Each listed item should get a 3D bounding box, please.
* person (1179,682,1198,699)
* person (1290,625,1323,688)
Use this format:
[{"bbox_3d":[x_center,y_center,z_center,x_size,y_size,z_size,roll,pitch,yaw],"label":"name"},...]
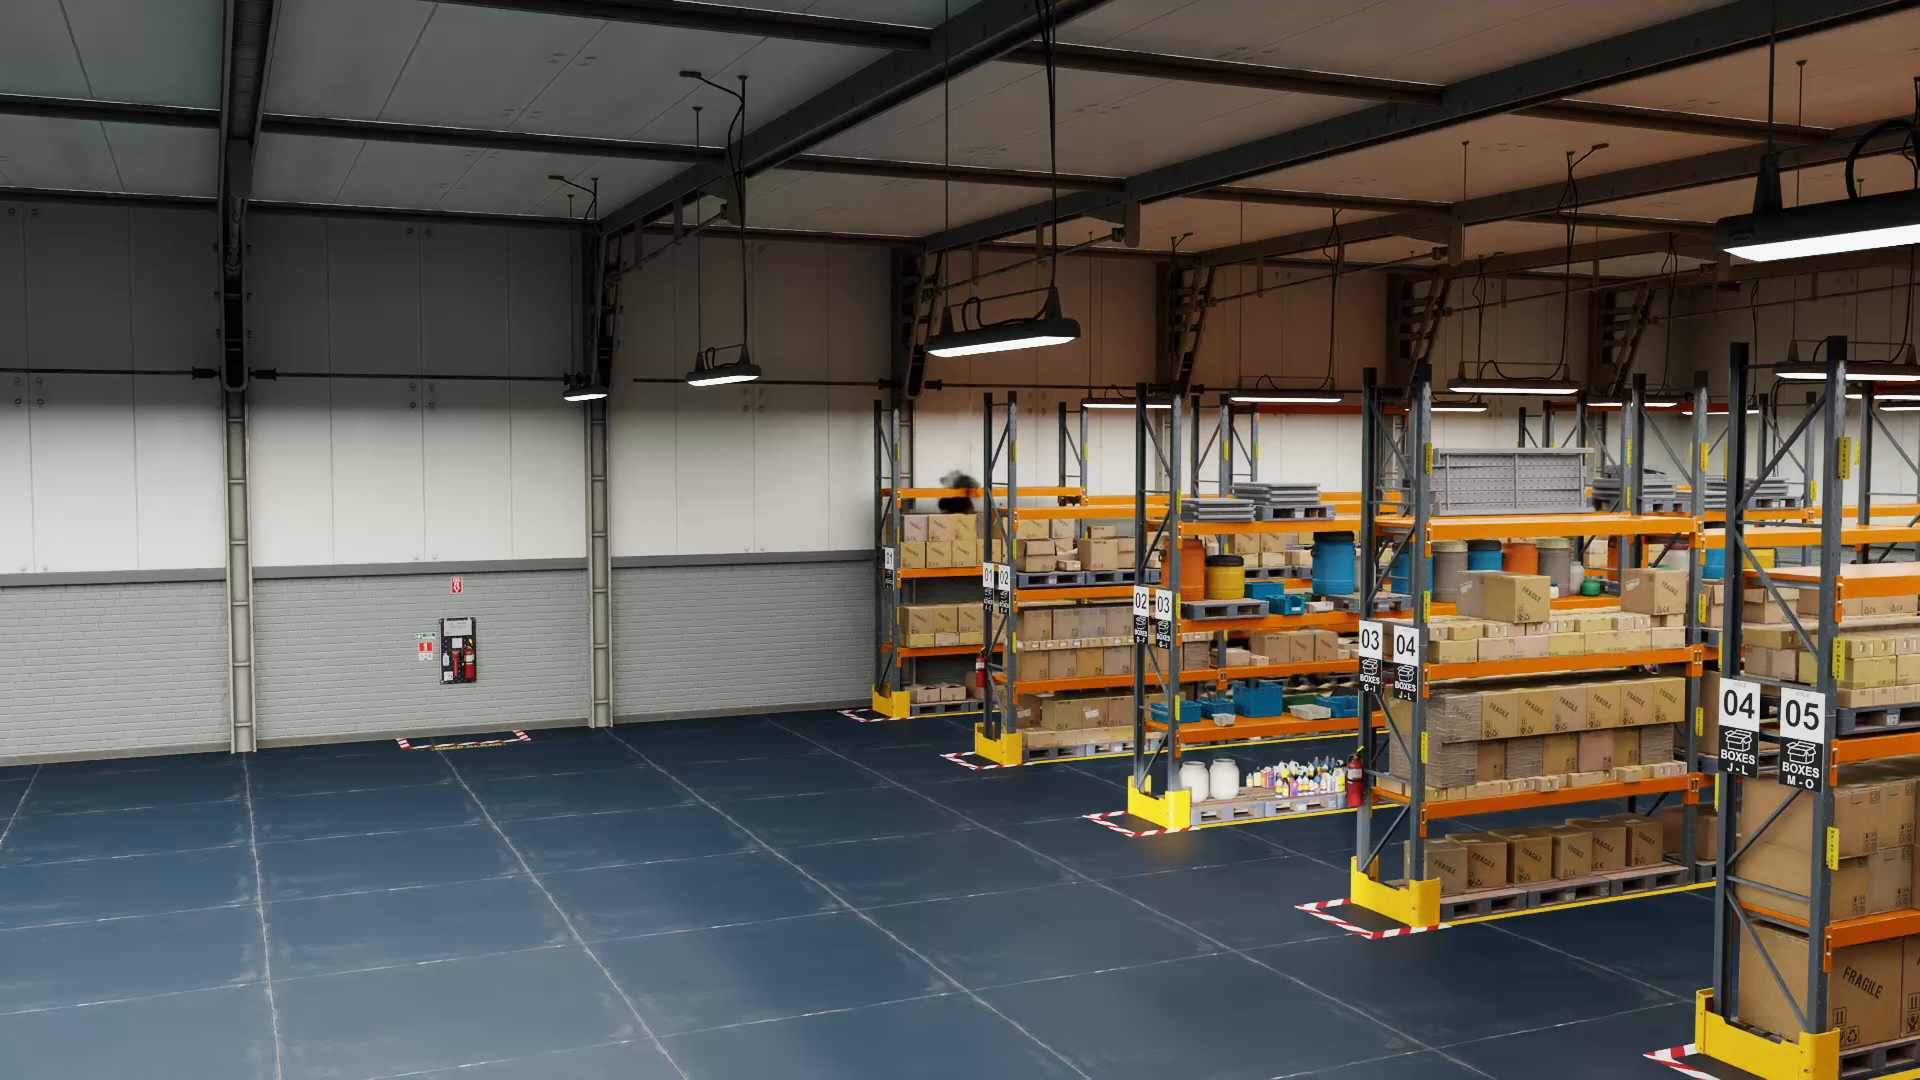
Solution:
[{"bbox_3d":[4.128,2.443,30.844,1.009,1.651,0.725,-2,4,-32],"label":"person"},{"bbox_3d":[6.802,2.343,32.769,1.046,1.775,0.690,-2,4,-33],"label":"person"}]
